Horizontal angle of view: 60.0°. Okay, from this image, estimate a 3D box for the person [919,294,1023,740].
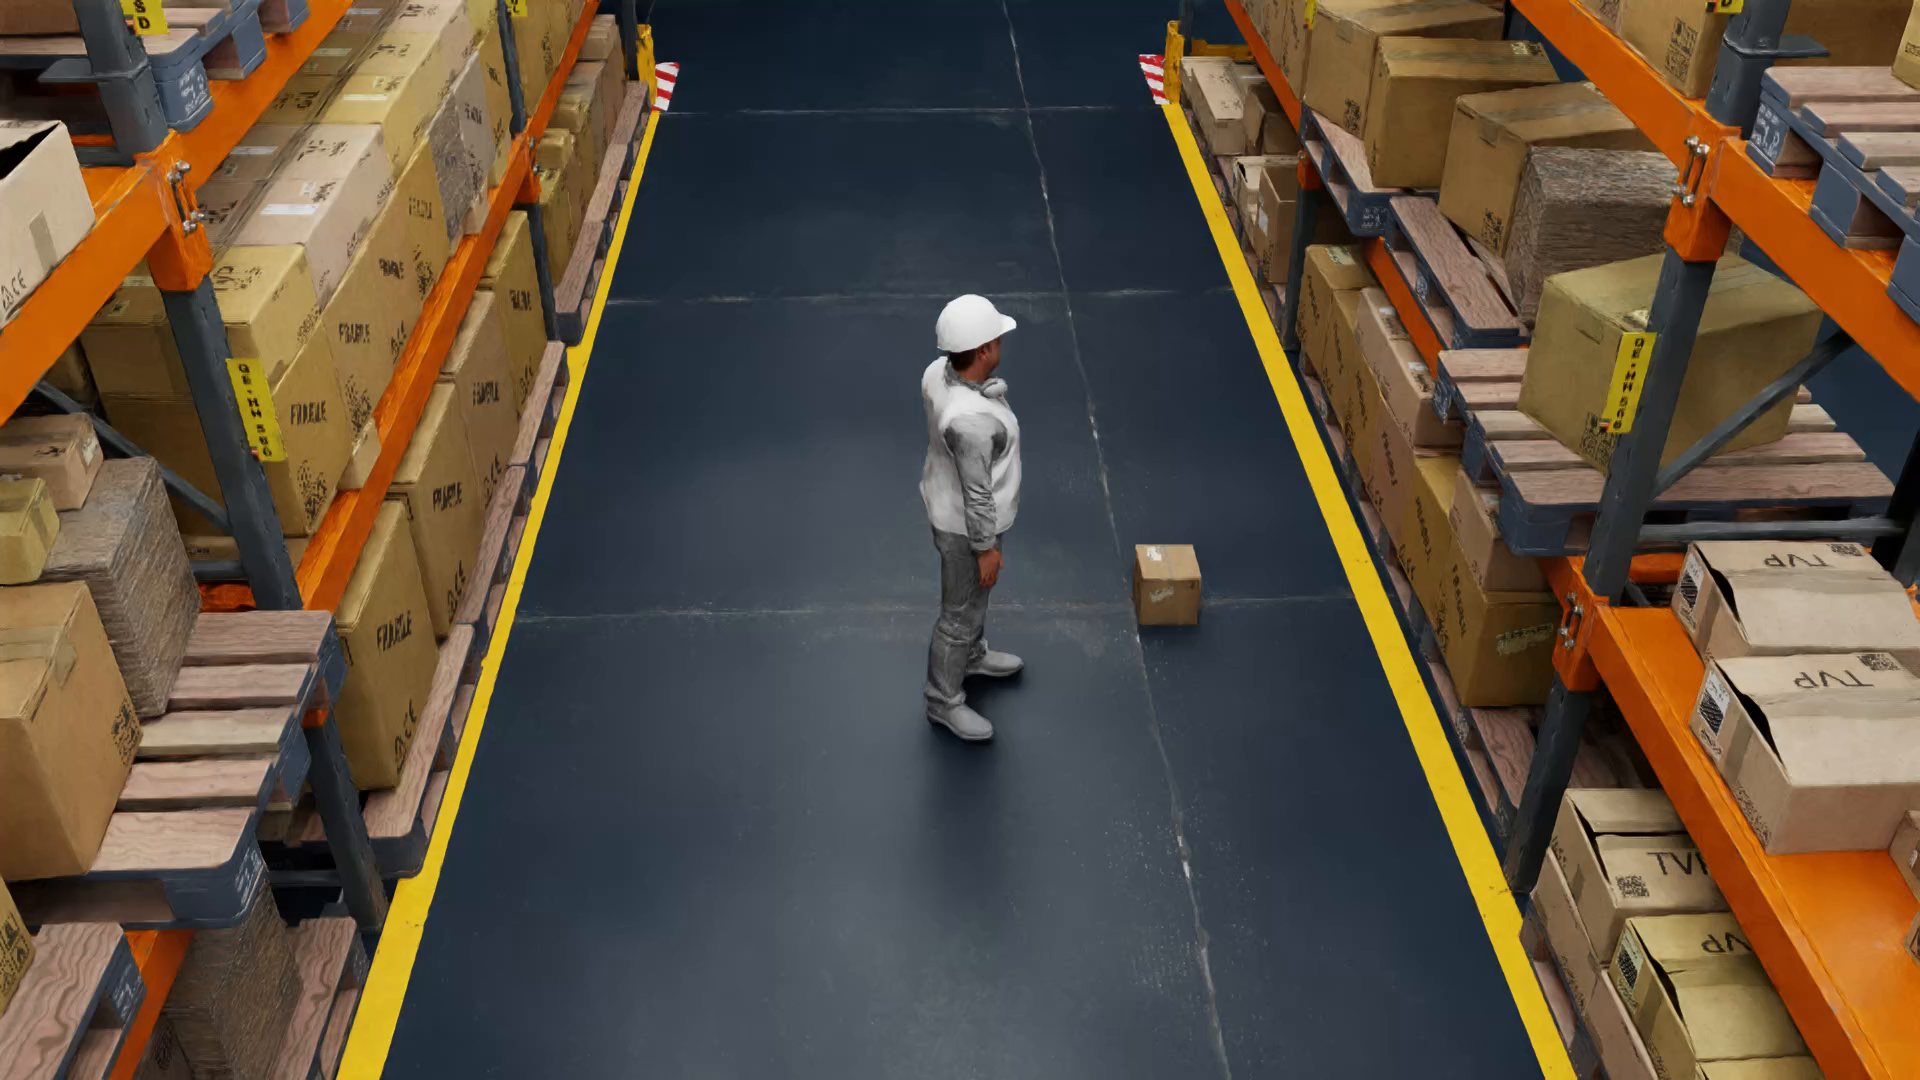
[{"bbox_3d":[0.056,-0.119,6.267,0.443,1.772,0.650,-5,35,-8],"label":"person"}]
